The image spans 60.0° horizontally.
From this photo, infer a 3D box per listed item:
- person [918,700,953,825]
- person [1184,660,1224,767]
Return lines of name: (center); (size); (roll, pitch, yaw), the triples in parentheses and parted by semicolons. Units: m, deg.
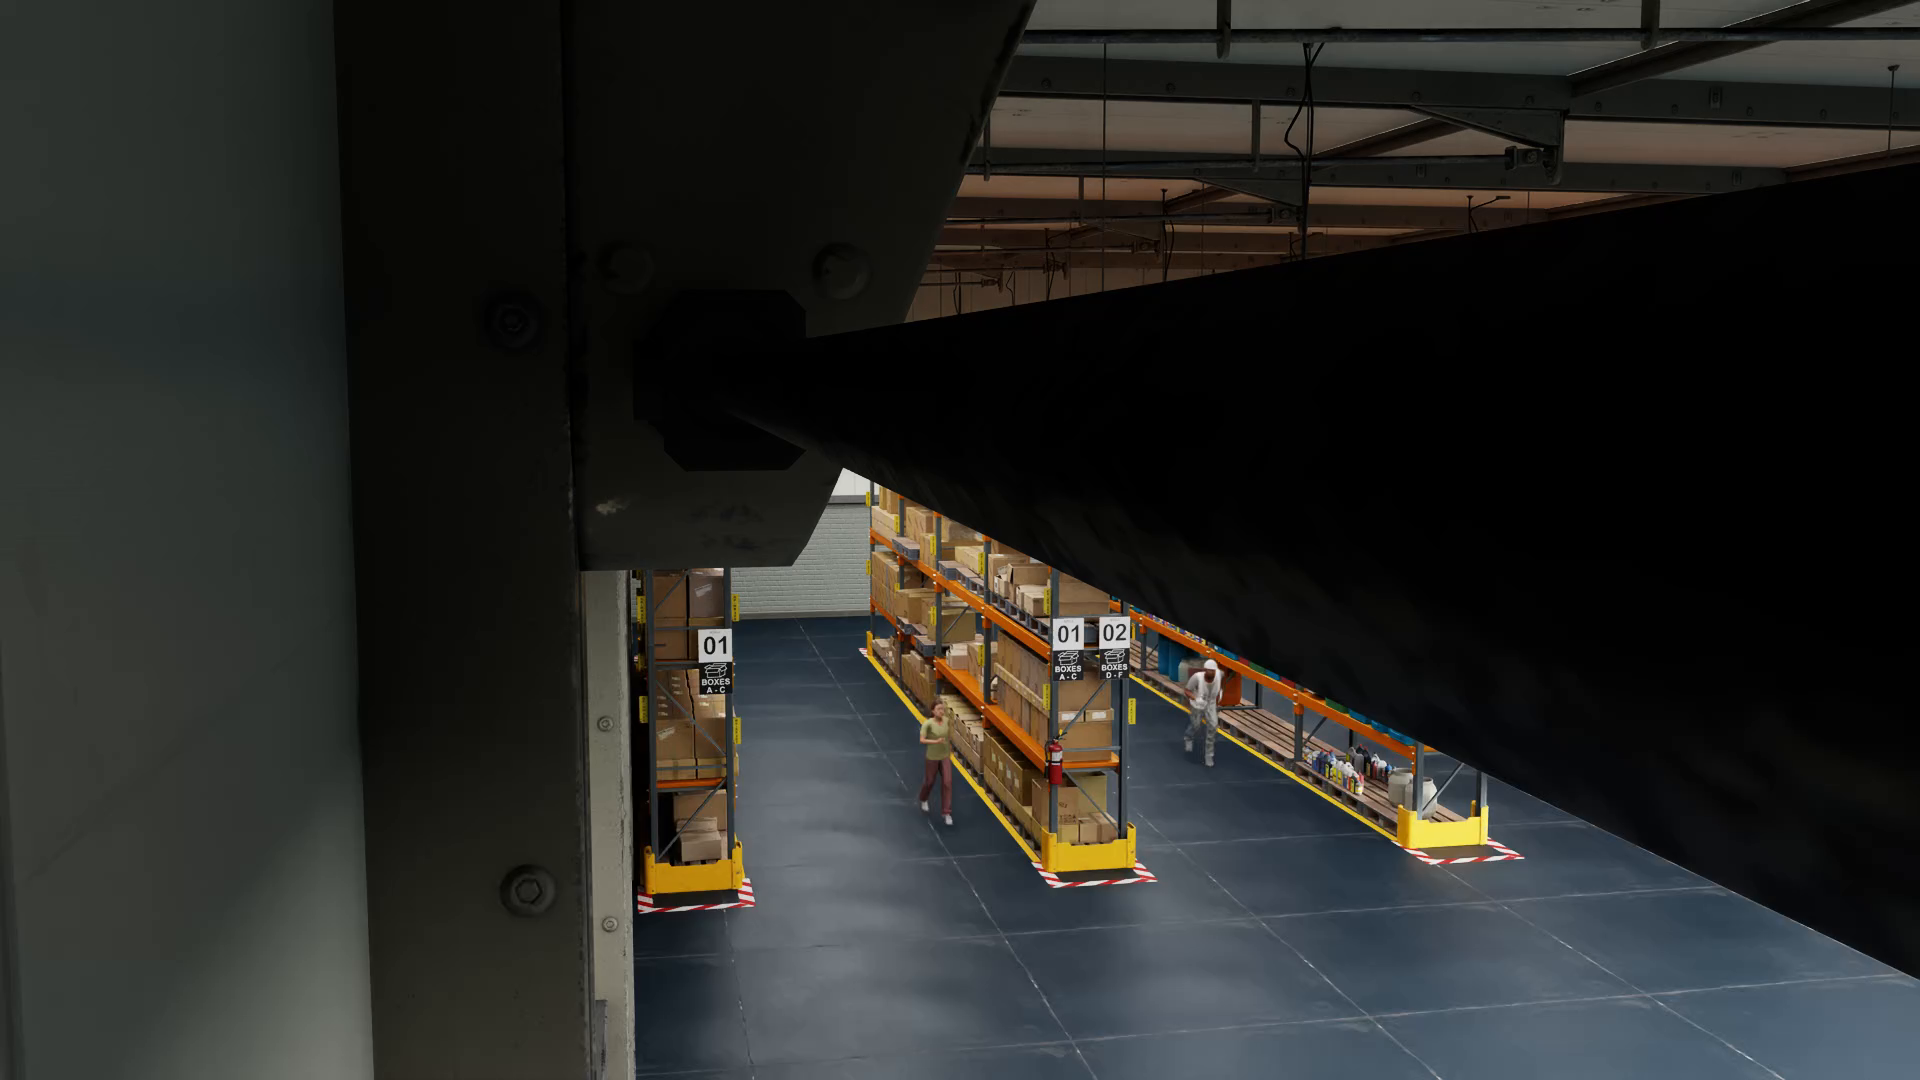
person: (-0.333, 3.053, 23.206); (0.562, 1.675, 0.948); (-3, 7, -24)
person: (3.890, 2.718, 26.762); (0.728, 1.730, 1.053); (-2, 6, -17)
